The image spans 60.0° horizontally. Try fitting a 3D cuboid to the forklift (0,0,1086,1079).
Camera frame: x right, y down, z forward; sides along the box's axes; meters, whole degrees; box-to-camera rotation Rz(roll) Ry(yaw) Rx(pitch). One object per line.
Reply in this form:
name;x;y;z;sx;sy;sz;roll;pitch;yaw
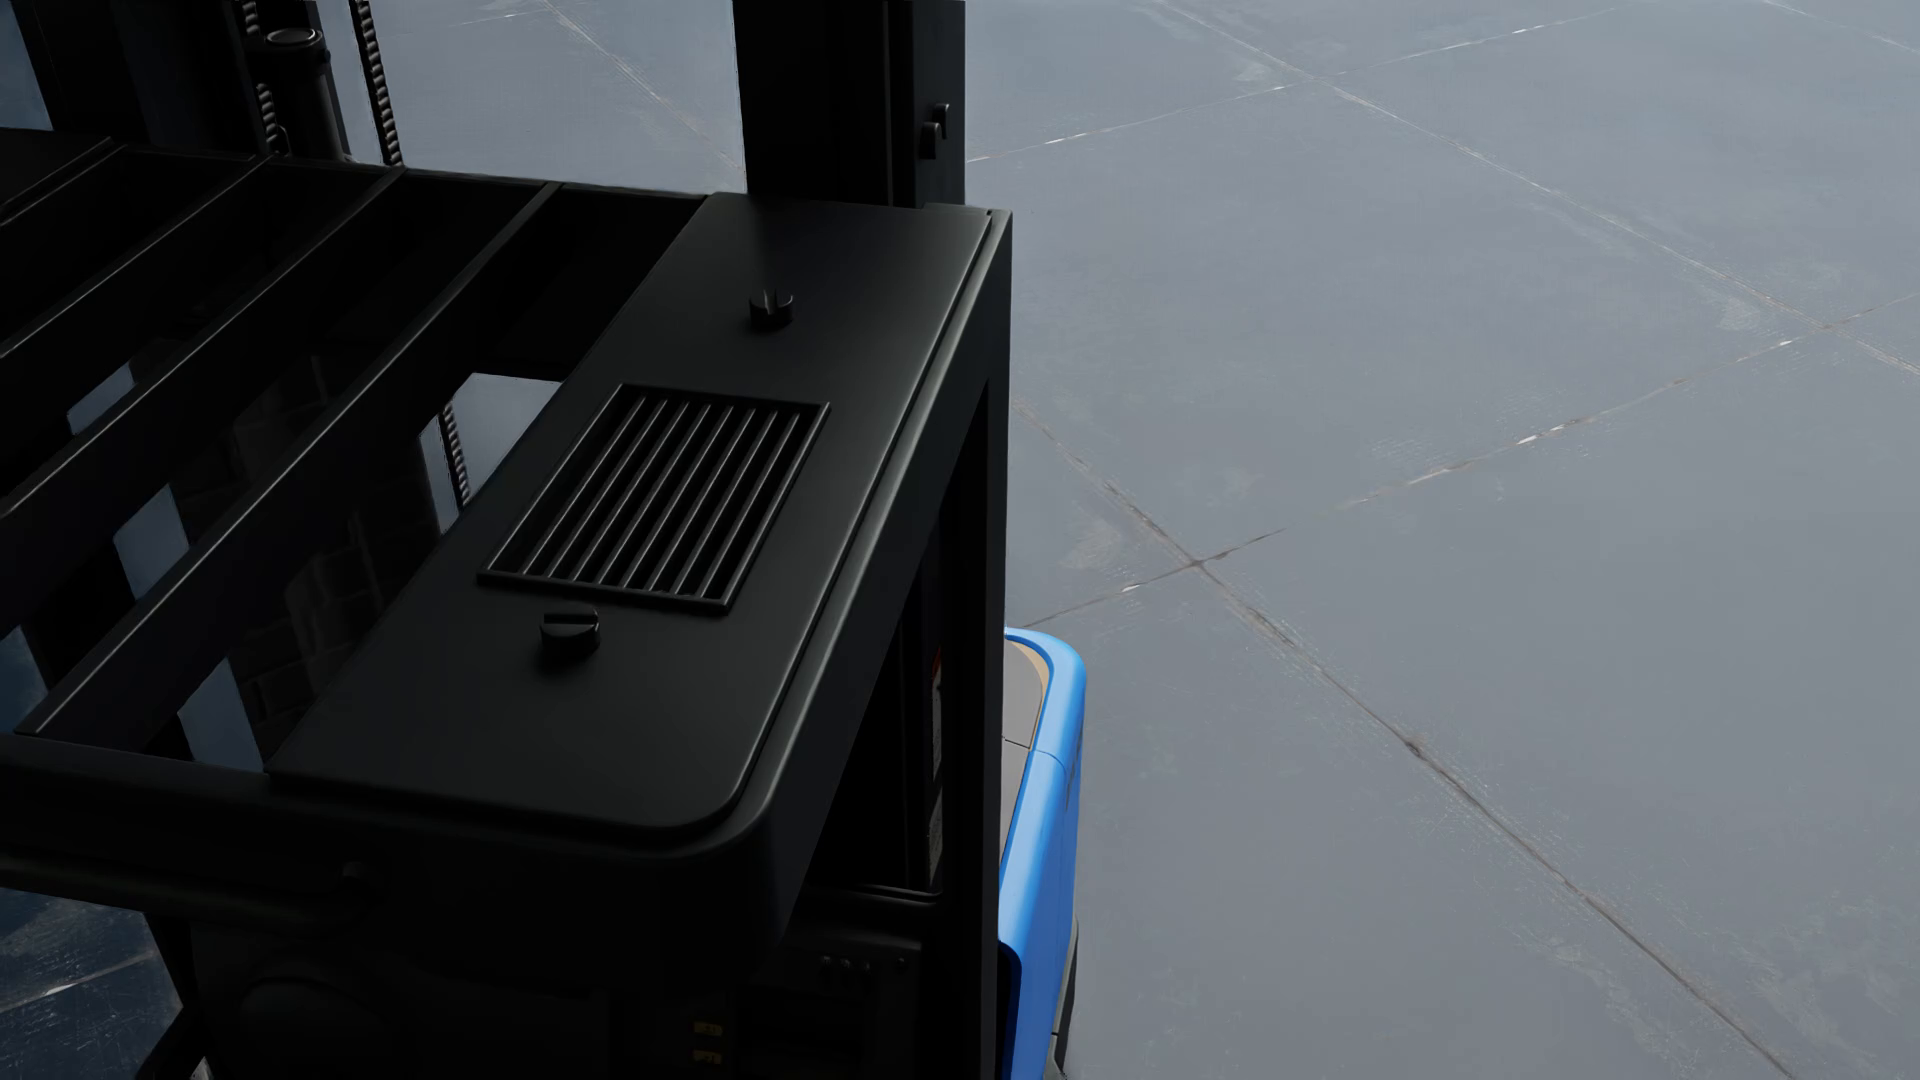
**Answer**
forklift;-0.547;0.659;1.862;1.130;2.935;3.031;7;37;9
